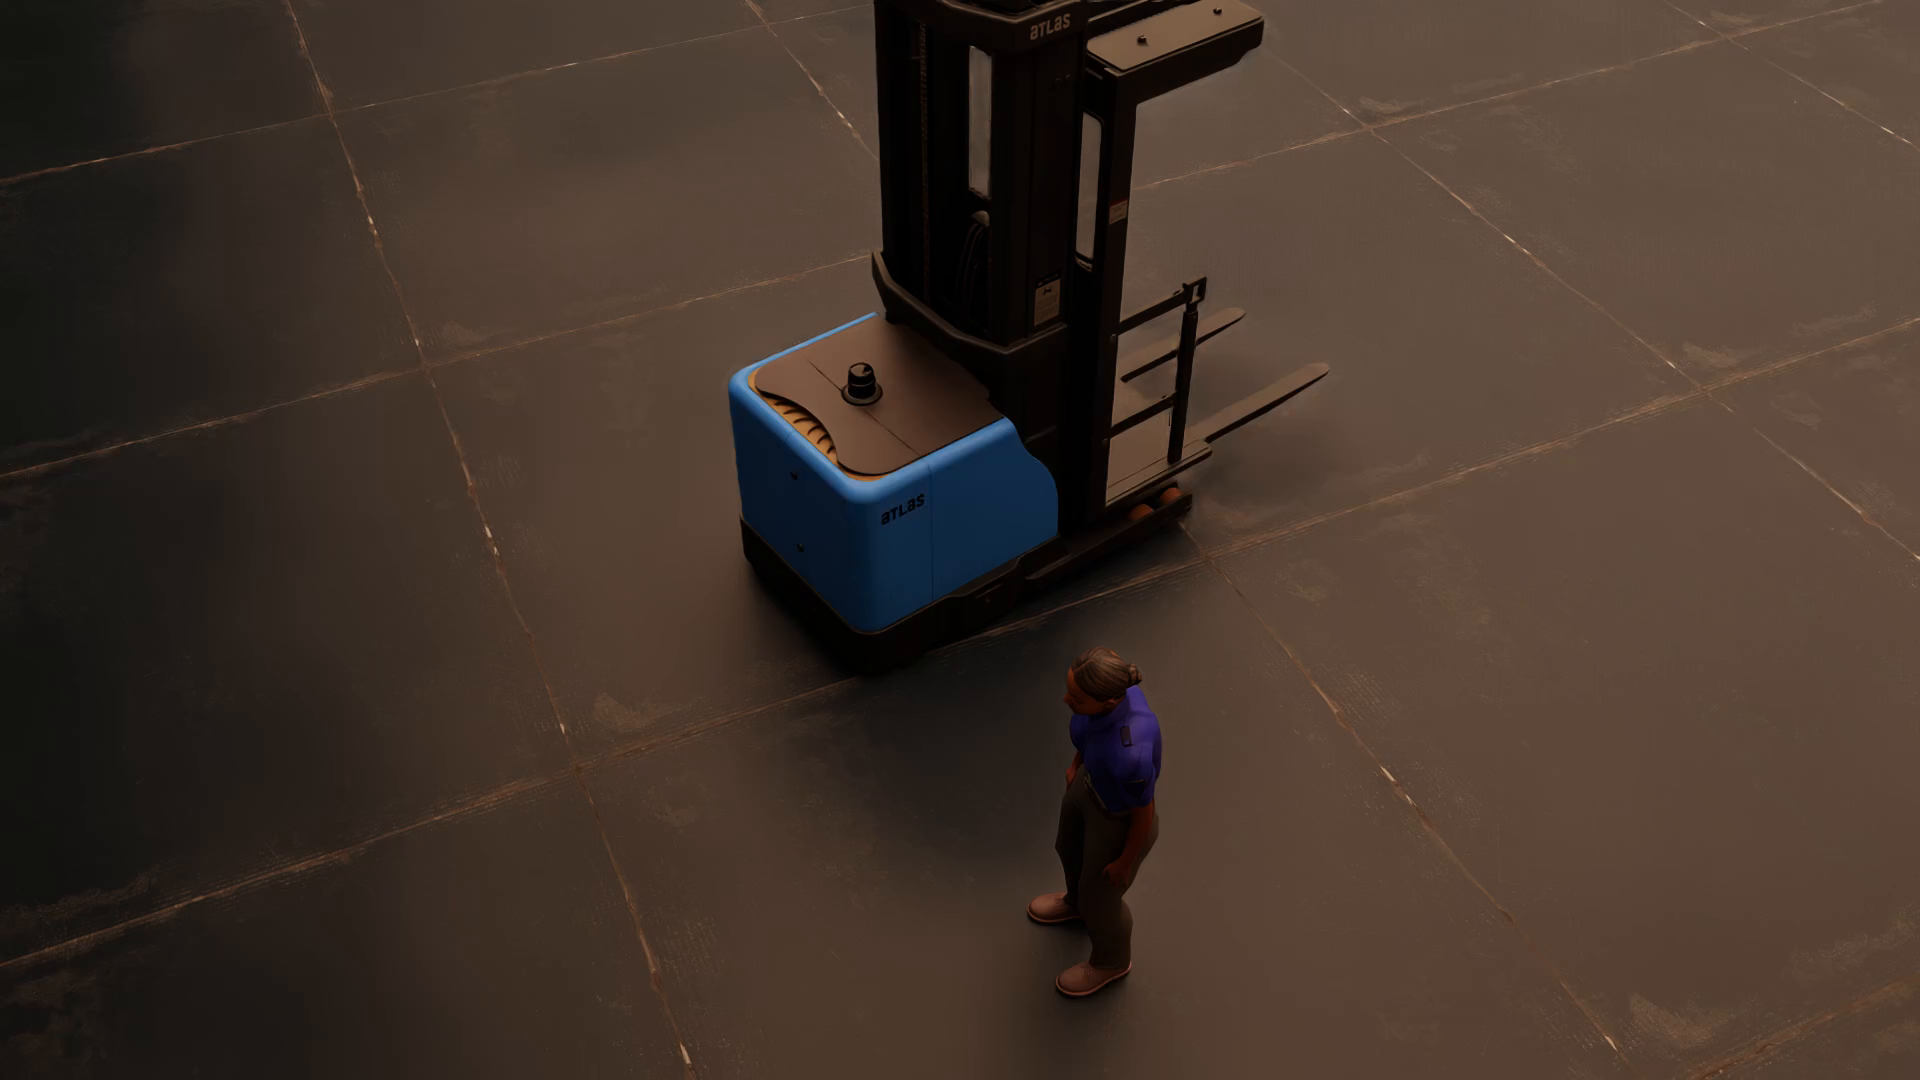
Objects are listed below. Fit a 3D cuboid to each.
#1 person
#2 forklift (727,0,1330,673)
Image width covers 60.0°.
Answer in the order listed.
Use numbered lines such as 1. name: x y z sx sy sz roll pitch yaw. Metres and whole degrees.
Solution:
1. person: 0.478 0.919 5.634 0.350 1.653 0.512 -11 44 -11
2. forklift: 0.479 -1.333 7.109 3.031 2.935 1.130 -28 50 -26
